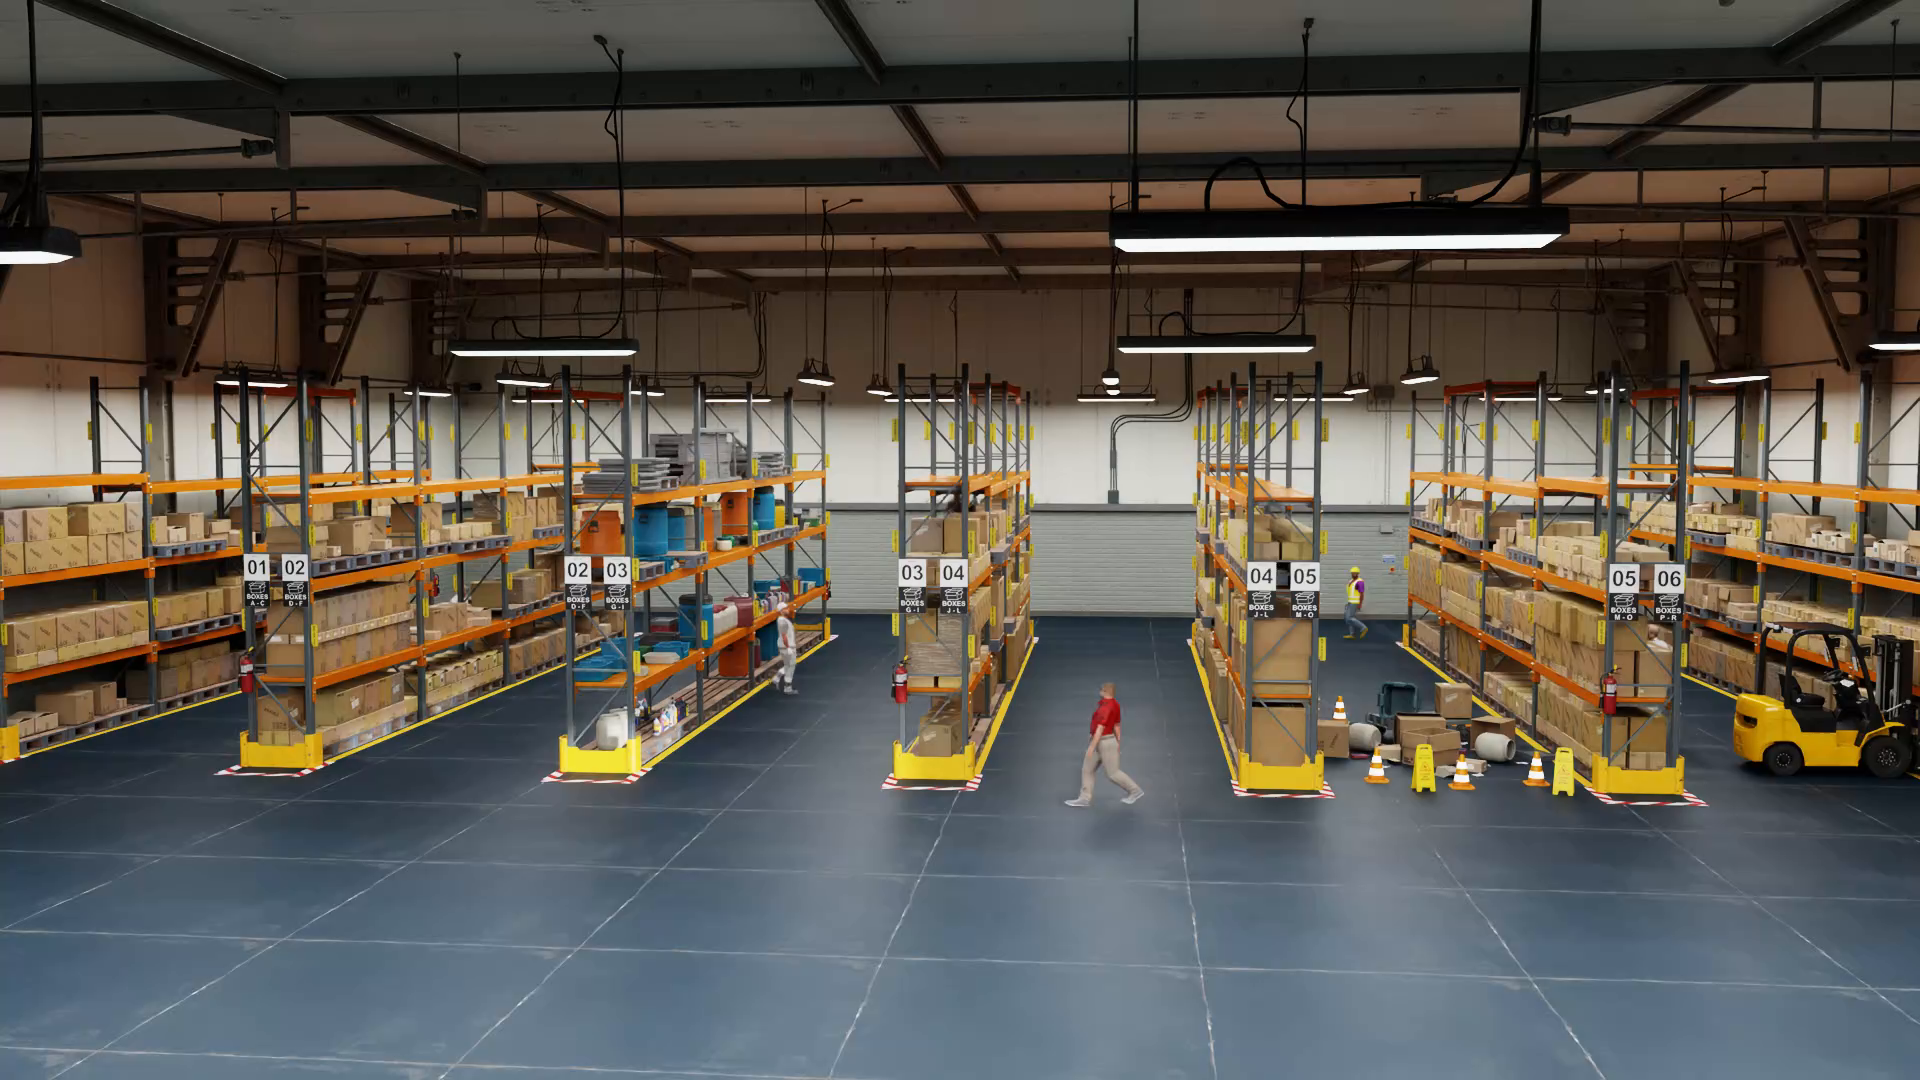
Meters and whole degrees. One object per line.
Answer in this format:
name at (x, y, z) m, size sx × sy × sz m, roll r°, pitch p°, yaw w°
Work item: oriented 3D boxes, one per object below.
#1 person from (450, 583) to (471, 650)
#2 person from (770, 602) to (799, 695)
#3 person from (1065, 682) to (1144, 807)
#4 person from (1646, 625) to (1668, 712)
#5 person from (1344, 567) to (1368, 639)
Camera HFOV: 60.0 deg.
person at (-10.888, 1.805, 36.370) m, size 0.523 × 1.729 × 1.032 m, roll 1°, pitch 4°, yaw 10°
person at (-3.331, 2.068, 31.655) m, size 0.546 × 1.774 × 0.561 m, roll -2°, pitch 4°, yaw -31°
person at (1.940, 2.735, 22.160) m, size 0.999 × 1.686 × 0.505 m, roll -1°, pitch 4°, yaw -17°
person at (11.554, 2.332, 27.822) m, size 0.650 × 1.828 × 0.651 m, roll 0°, pitch 4°, yaw 2°
person at (9.591, 1.528, 40.288) m, size 0.566 × 1.753 × 0.548 m, roll 0°, pitch 4°, yaw 4°
